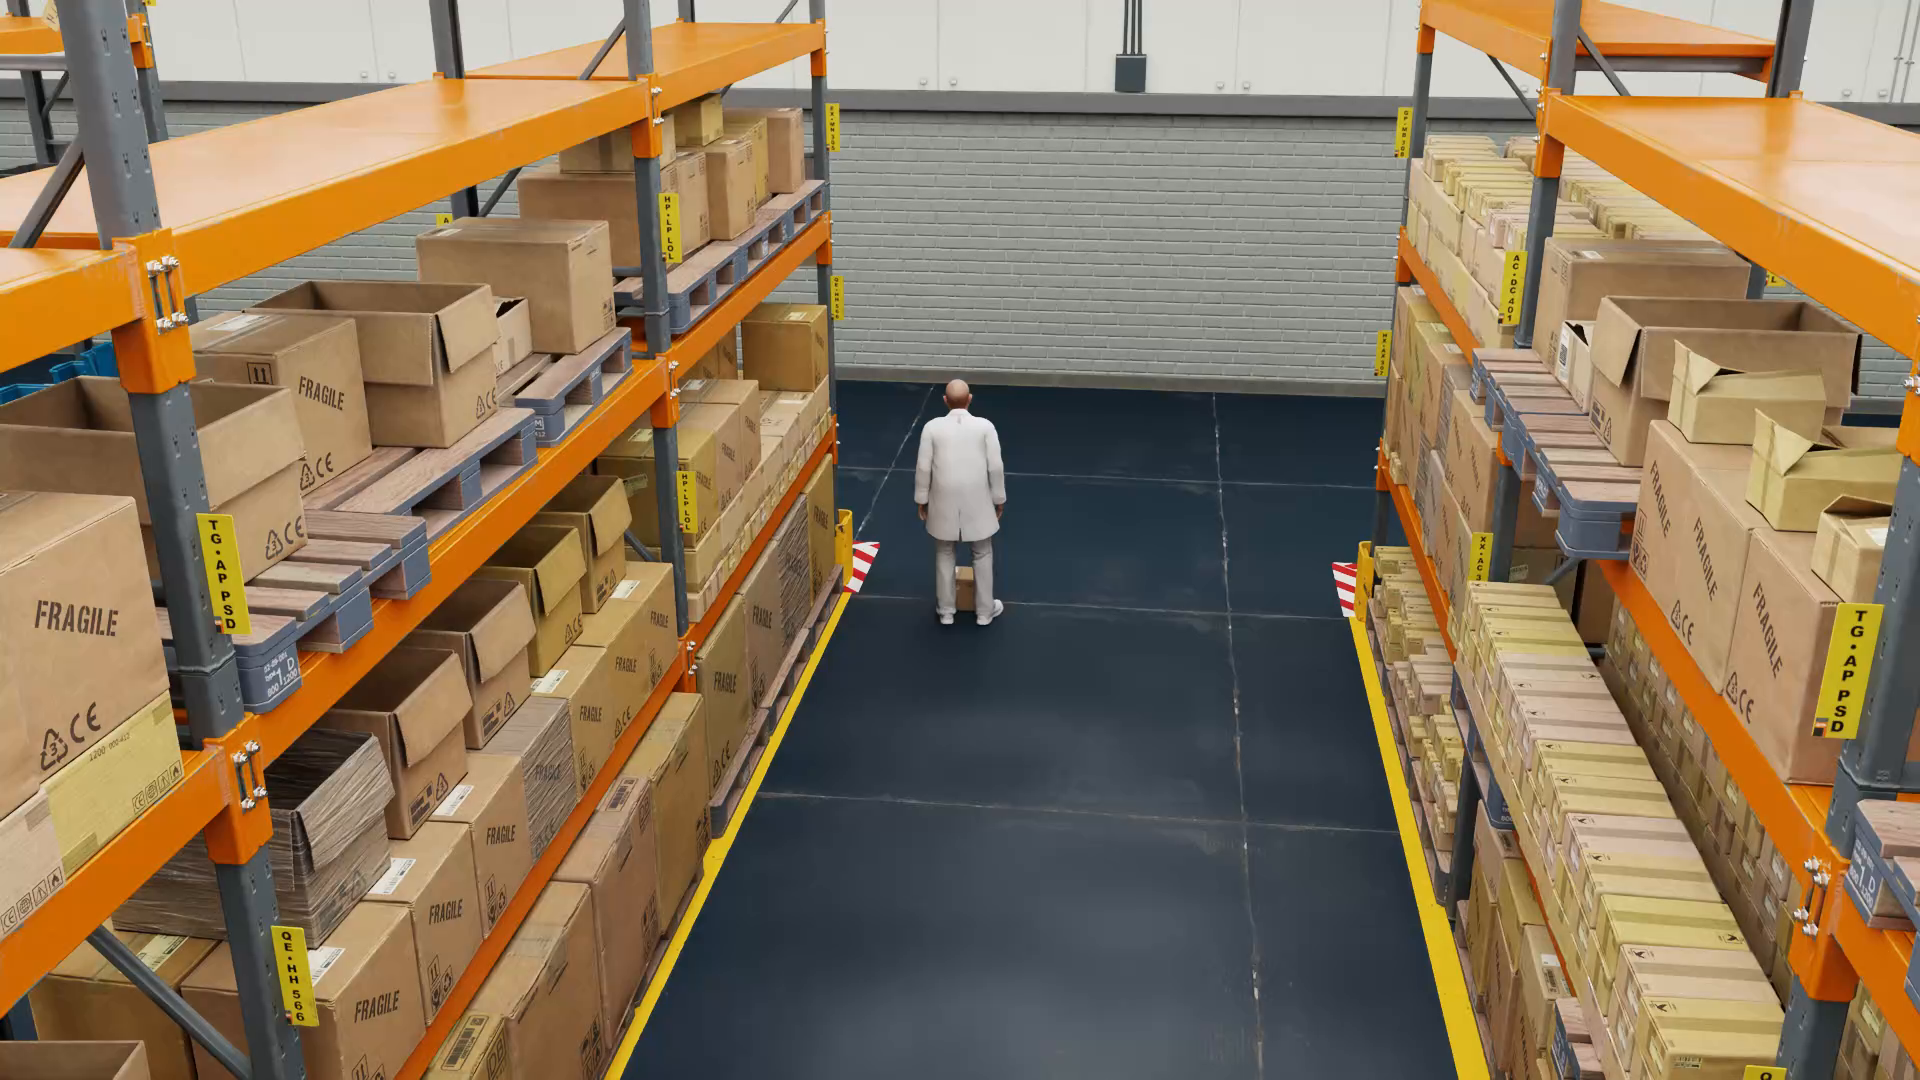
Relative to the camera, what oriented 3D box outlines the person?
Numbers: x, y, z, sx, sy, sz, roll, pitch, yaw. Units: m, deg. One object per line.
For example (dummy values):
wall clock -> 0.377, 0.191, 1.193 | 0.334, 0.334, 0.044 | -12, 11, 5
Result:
person -> 0.001, -0.266, 11.801 | 0.655, 1.775, 0.423 | 1, 21, 3
